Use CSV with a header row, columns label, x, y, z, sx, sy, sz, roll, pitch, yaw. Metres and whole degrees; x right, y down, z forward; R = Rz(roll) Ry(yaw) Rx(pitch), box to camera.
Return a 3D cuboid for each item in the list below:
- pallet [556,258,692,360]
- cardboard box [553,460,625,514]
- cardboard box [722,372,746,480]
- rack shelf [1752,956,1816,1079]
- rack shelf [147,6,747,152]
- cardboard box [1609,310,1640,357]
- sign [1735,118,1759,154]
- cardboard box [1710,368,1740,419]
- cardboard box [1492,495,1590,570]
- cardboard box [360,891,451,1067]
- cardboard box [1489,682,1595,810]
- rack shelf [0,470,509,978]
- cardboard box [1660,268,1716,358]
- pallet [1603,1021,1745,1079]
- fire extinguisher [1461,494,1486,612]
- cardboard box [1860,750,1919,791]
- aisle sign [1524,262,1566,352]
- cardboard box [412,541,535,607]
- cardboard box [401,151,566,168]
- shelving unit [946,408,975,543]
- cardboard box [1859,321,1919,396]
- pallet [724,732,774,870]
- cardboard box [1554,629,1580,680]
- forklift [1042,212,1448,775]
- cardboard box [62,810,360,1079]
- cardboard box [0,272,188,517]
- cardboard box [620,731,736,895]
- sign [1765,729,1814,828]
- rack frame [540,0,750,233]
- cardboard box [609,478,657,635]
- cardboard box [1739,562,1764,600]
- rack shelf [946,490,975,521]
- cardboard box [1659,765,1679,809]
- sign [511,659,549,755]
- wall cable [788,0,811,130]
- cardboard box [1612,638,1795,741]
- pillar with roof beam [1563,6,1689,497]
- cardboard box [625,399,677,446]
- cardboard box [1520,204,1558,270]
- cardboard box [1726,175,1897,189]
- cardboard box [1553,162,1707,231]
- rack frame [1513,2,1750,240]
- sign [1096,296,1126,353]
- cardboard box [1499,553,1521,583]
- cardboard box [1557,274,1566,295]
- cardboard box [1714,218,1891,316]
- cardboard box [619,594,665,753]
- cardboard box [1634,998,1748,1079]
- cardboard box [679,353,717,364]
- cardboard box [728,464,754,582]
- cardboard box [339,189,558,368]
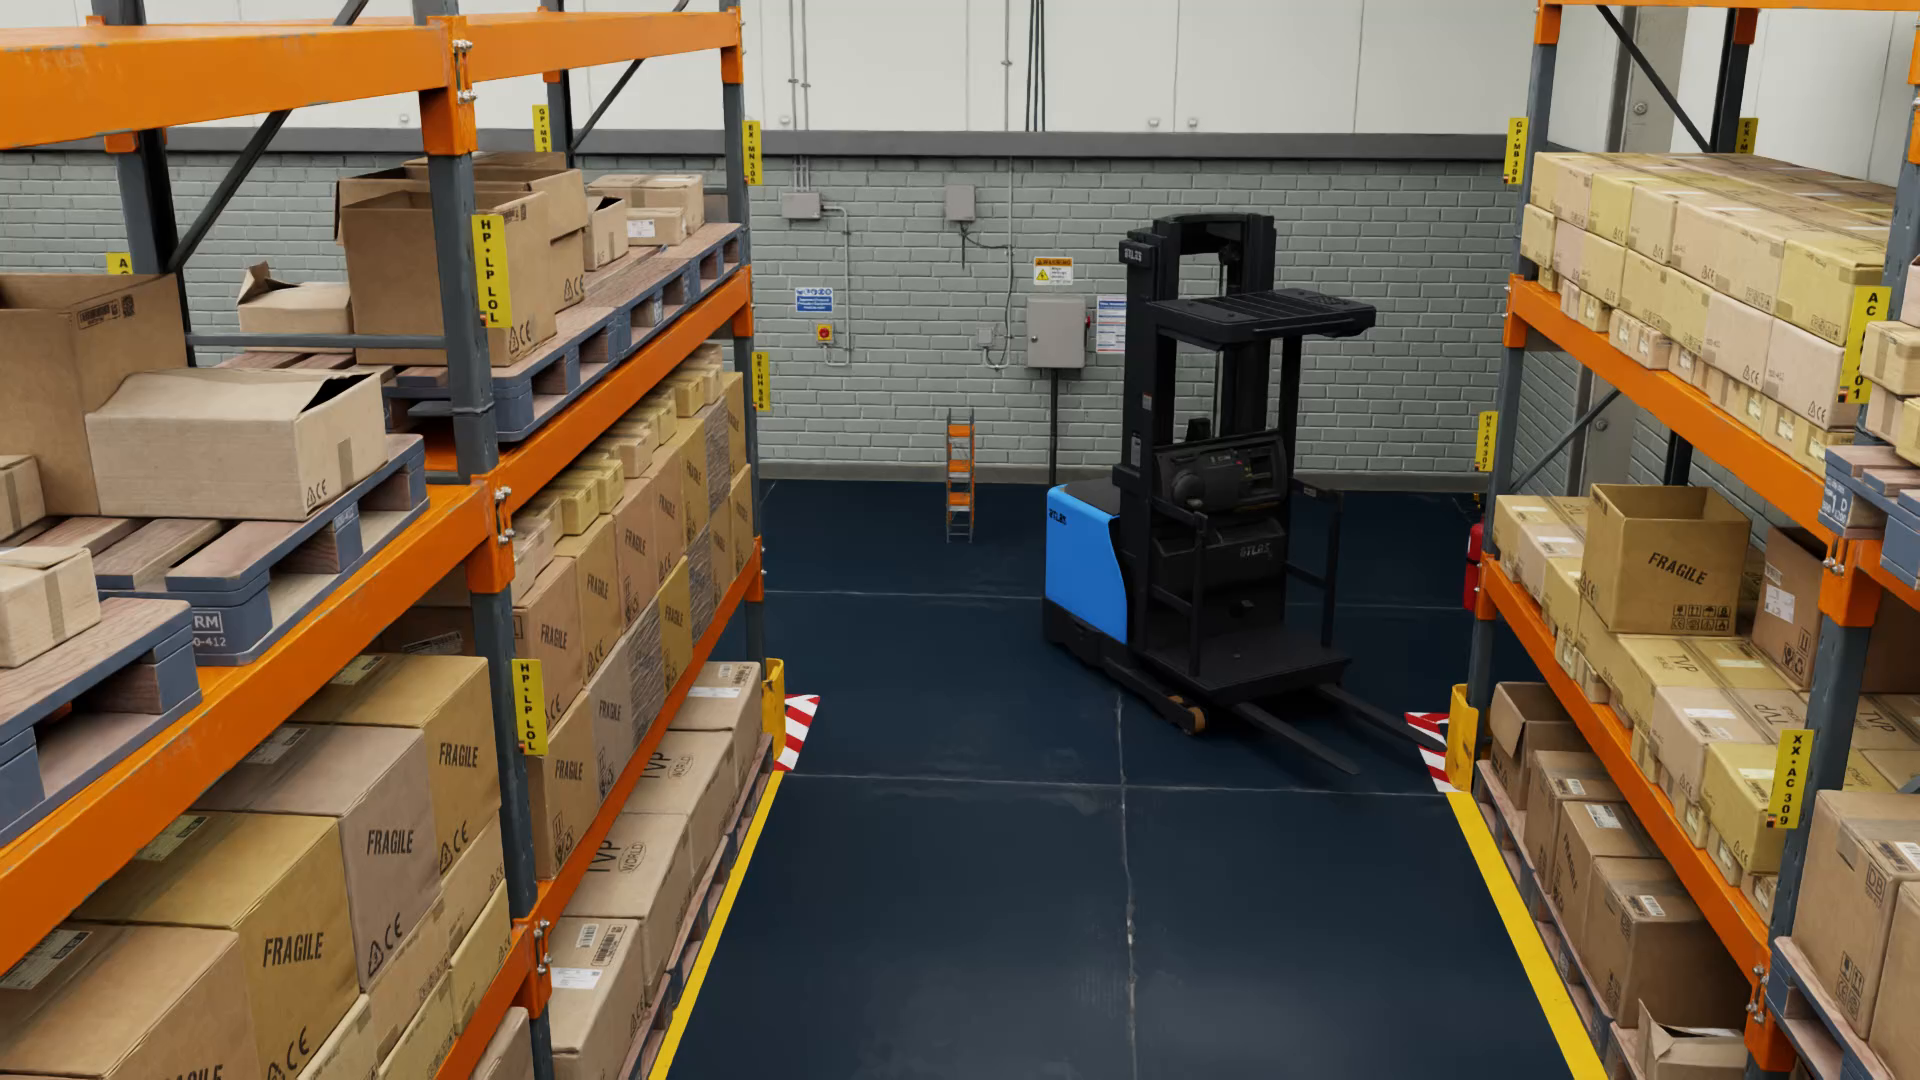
label,x,y,z,sx,sy,sz,roll,pitch,yaw
pallet,-1.745,-0.982,6.929,1.003,0.211,1.213,1,18,4
cardboard box,-1.517,-0.208,6.433,0.380,0.149,0.250,1,18,2
cardboard box,-1.415,-0.577,8.601,0.500,0.500,0.500,2,18,6
rack shelf,2.903,2.105,3.336,1.077,0.370,4.000,1,18,4
rack shelf,-1.761,-1.907,6.590,1.077,0.370,4.000,1,18,4
cardboard box,2.872,-0.838,6.750,0.380,0.149,0.250,1,18,4
sign,3.886,-1.927,8.249,0.100,0.325,0.005,1,18,4
cardboard box,2.849,-0.517,5.770,0.380,0.149,0.250,1,18,4
cardboard box,3.032,-0.035,8.476,0.500,0.250,0.500,1,18,4
cardboard box,-1.722,1.164,4.491,0.500,0.250,0.500,2,18,5
cardboard box,3.195,1.075,8.661,0.797,0.503,0.637,1,18,2
rack shelf,-2.048,0.570,3.203,1.077,0.370,4.000,1,18,4
cardboard box,2.907,-0.829,6.082,0.500,0.250,0.500,2,18,5
pallet,3.097,2.254,6.204,1.003,0.211,1.213,1,18,4
fire extinguisher,2.883,0.058,9.152,0.296,0.674,0.183,1,18,4
cardboard box,3.352,0.925,5.547,0.500,0.250,0.500,1,18,3
aisle sign,3.046,-1.363,8.590,0.394,0.787,0.004,1,18,4
cardboard box,-1.623,0.110,5.463,0.380,0.149,0.250,1,18,3
cardboard box,-1.912,-1.307,6.781,0.500,0.500,0.500,2,18,5
shelving unit,0.004,-0.516,13.310,0.215,1.050,0.252,1,18,4
cardboard box,2.588,-0.469,4.311,0.380,0.149,0.250,2,18,6
pallet,-1.597,1.366,8.916,1.003,0.211,1.213,1,18,4
cardboard box,2.894,0.514,7.439,0.380,0.149,0.250,1,18,2
forklift,1.695,-0.393,9.916,1.130,2.935,3.031,-9,20,-26
cardboard box,-1.772,0.972,3.872,0.500,0.500,0.500,2,18,6
cardboard box,-2.257,-0.372,4.090,0.500,0.500,0.500,1,18,3
cardboard box,-1.622,1.300,8.078,0.875,0.438,0.875,2,18,5
sign,2.505,0.721,5.014,0.100,0.325,0.005,1,18,4
rack frame,-1.618,-3.060,8.311,1.000,3.000,0.127,1,18,4
cardboard box,-1.538,0.052,6.681,0.500,0.500,0.500,2,18,5
cardboard box,3.487,0.293,7.476,0.500,0.250,0.500,2,18,6
rack shelf,0.004,-0.241,13.400,0.215,0.259,0.240,1,18,4
cardboard box,2.855,0.914,6.221,0.380,0.149,0.250,2,18,5
sign,-1.362,0.529,5.258,0.100,0.325,0.005,1,18,4
wall cable,-1.491,-4.833,13.722,0.463,3.000,0.029,1,18,4
cardboard box,2.910,0.598,6.543,0.500,0.250,0.500,1,18,4
pillar with roof beam,0.132,-3.864,10.764,9.100,9.000,0.400,1,18,4
cardboard box,-1.480,-0.527,7.406,0.380,0.149,0.250,2,18,5
cardboard box,3.029,-1.464,8.019,0.500,0.250,0.500,1,18,3
cardboard box,3.516,-1.367,6.920,0.500,0.250,0.500,1,18,4
cardboard box,2.996,-1.543,7.458,0.500,0.250,0.500,1,18,4
rack frame,3.334,-2.951,7.976,1.000,3.000,0.127,1,18,4
sign,1.356,-1.877,14.487,0.329,0.494,0.001,1,18,4
cardboard box,3.036,0.115,8.657,0.380,0.149,0.250,1,18,3
cardboard box,3.086,-1.230,7.946,0.380,0.149,0.250,2,18,5
cardboard box,2.870,-0.911,5.528,0.500,0.250,0.500,1,18,3
cardboard box,-1.527,0.535,6.813,0.500,0.500,0.500,1,18,4
cardboard box,2.819,1.952,6.366,0.396,0.266,0.258,2,18,6
cardboard box,-1.438,-0.845,8.377,0.380,0.149,0.250,2,18,5
cardboard box,-1.388,-0.101,8.754,0.500,0.500,0.500,1,18,4
cardboard box,-1.653,-0.865,5.433,0.500,0.500,0.500,2,18,5
